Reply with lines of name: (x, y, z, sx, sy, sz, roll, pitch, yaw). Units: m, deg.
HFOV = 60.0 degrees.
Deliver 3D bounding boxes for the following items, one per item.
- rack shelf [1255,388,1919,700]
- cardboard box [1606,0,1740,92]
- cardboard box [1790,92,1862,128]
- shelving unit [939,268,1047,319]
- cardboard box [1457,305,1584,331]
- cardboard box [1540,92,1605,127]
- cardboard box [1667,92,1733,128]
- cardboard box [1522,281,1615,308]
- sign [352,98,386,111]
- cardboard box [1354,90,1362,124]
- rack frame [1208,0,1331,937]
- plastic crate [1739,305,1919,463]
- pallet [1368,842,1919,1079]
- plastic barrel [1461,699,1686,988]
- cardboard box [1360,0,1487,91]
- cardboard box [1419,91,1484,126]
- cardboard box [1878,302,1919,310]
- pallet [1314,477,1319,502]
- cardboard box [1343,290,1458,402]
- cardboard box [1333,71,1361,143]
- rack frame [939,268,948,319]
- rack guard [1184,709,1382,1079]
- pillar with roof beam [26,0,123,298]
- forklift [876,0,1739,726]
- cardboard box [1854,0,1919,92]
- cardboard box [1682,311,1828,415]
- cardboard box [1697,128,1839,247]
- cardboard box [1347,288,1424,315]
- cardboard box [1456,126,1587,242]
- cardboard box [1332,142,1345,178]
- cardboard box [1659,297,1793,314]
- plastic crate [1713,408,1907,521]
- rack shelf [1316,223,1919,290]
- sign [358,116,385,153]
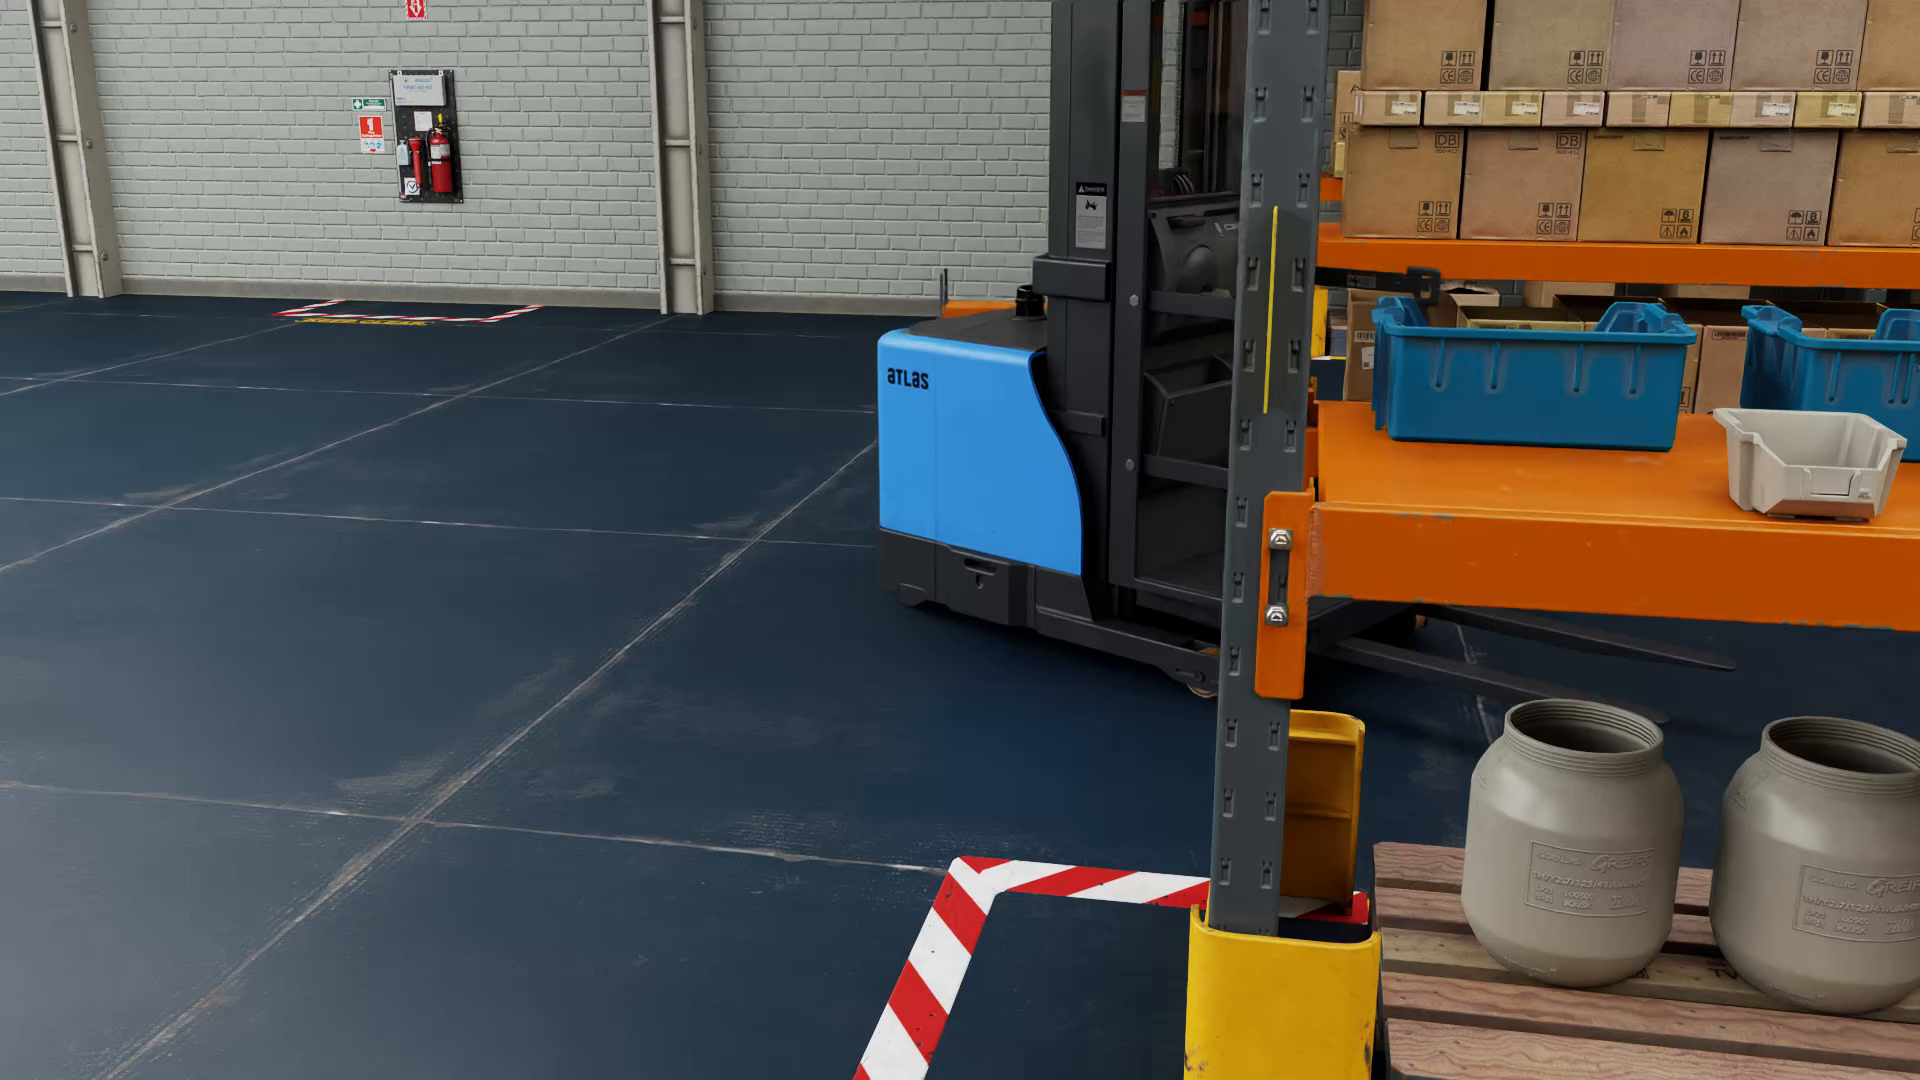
rack shelf: (2.579, 0.070, 2.969, 4.000, 0.370, 1.077, 3, 16, 11)
cardboard box: (3.127, -2.268, 7.444, 0.500, 0.500, 0.700, 3, 16, 11)
cardboard box: (3.715, -1.867, 7.210, 0.250, 0.149, 0.380, 4, 16, 13)
shelving unit: (0.172, -0.578, 7.330, 0.503, 1.200, 0.258, 1, 15, 4)
cardboard box: (2.581, -0.805, 7.738, 0.500, 0.500, 0.500, 3, 16, 11)
cardboard box: (2.701, -1.922, 7.408, 0.250, 0.149, 0.380, 3, 16, 10)
cardboard box: (3.214, -1.895, 7.311, 0.250, 0.149, 0.380, 3, 16, 10)
cardboard box: (4.521, -1.840, 12.373, 0.500, 0.500, 0.700, 2, 16, 8)
sign: (-5.361, -3.951, 15.078, 0.331, 0.109, 0.001, 3, 16, 11)
cardboard box: (2.022, -2.069, 7.941, 0.250, 0.149, 0.380, 3, 16, 10)
rack frame: (0.619, -0.384, 3.258, 0.127, 3.000, 1.000, 3, 16, 11)
plastic crate: (1.804, -0.327, 3.334, 0.408, 0.251, 0.499, 3, 16, 11)
pallet: (1.498, 0.997, 3.499, 1.213, 0.211, 1.003, 3, 16, 11)
plastic barrel: (1.279, 0.628, 3.479, 0.421, 0.512, 0.421, 0, 15, 0)
cardboard box: (2.116, -2.322, 7.636, 0.500, 0.500, 0.700, 3, 16, 11)
cardboard box: (2.210, -1.949, 7.508, 0.250, 0.149, 0.380, 3, 16, 10)
cardboard box: (4.646, -0.836, 7.851, 0.500, 0.500, 0.500, 3, 16, 11)
pallet: (2.367, -0.306, 8.200, 1.213, 0.211, 1.003, 3, 16, 11)
cardboard box: (2.194, -0.967, 8.324, 0.500, 0.500, 0.500, 3, 16, 11)
cardboard box: (3.001, -3.170, 12.155, 0.500, 0.500, 0.500, 3, 16, 11)
rack frame: (-0.071, -0.584, 7.349, 0.015, 1.200, 0.240, 1, 15, 4)
rack guard: (0.703, 0.813, 3.621, 0.348, 0.500, 1.175, 3, 16, 11)
pillar with roof beam: (-9.166, -5.568, 10.734, 0.400, 9.000, 9.100, 3, 16, 11)
forklift: (1.104, -1.007, 5.635, 3.031, 2.935, 1.130, 13, 20, 40)
cardboard box: (4.107, -2.215, 7.252, 0.500, 0.500, 0.700, 3, 16, 11)
cardboard box: (3.560, -0.751, 7.542, 0.500, 0.500, 0.500, 3, 16, 11)
cardboard box: (3.582, -1.617, 7.525, 0.500, 0.500, 0.700, 4, 16, 13)
cardboard box: (3.253, -1.831, 12.696, 0.500, 0.311, 0.500, 1, 16, 5)
cardboard box: (2.580, -1.672, 7.723, 0.500, 0.500, 0.700, 4, 16, 13)
cardboard box: (3.008, -2.804, 12.237, 0.500, 0.250, 0.500, 3, 16, 9)
cardboard box: (3.667, -0.891, 8.048, 0.500, 0.500, 0.500, 3, 16, 11)
plastic crate: (1.432, -0.125, 2.817, 0.250, 0.136, 0.298, 3, 16, 11)
rack shelf: (3.569, -1.226, 7.647, 4.000, 0.370, 1.077, 3, 16, 11)
sign: (-5.364, -3.698, 15.158, 0.234, 0.329, 0.001, 3, 16, 11)
